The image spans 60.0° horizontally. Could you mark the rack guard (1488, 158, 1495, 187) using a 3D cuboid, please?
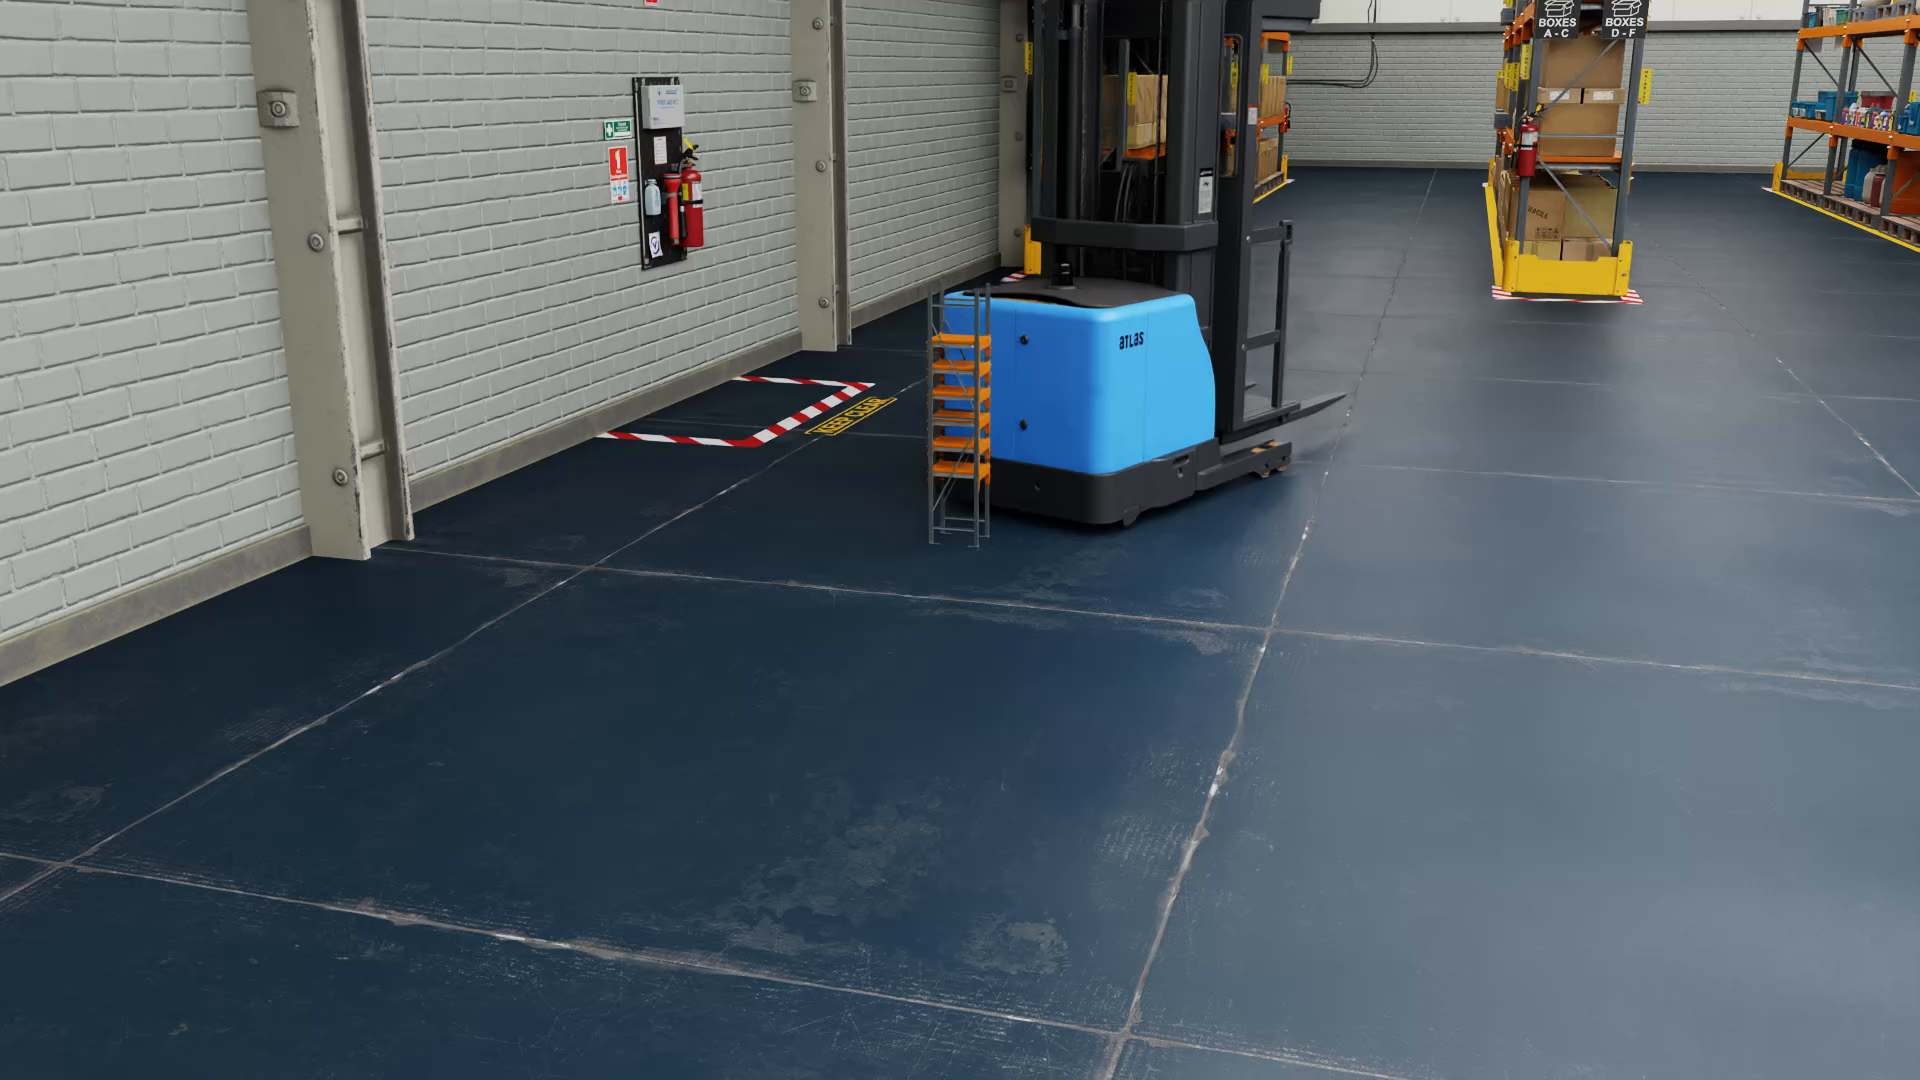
[{"bbox_3d":[10.535,-6.885,31.186,1.175,0.500,0.348,5,16,16],"label":"rack guard"}]

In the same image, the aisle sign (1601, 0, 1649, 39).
[{"bbox_3d":[6.285,-5.131,15.658,0.394,0.787,0.004,5,16,16],"label":"aisle sign"}]

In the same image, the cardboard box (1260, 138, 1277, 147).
[{"bbox_3d":[5.769,-7.496,31.384,0.380,0.149,0.250,5,17,17],"label":"cardboard box"}]

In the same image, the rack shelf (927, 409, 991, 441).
[{"bbox_3d":[-0.004,-0.531,7.664,0.258,0.103,0.180,5,16,16],"label":"rack shelf"}]

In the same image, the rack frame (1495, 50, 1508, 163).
[{"bbox_3d":[10.556,-8.107,30.915,1.000,3.000,0.127,5,16,16],"label":"rack frame"}]

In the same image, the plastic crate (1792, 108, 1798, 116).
[{"bbox_3d":[14.748,-7.507,29.174,0.250,0.136,0.298,5,16,16],"label":"plastic crate"}]

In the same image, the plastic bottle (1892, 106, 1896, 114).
[{"bbox_3d":[14.082,-6.397,24.976,0.144,0.351,0.185,5,16,16],"label":"plastic bottle"}]

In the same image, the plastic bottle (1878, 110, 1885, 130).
[{"bbox_3d":[12.964,-5.897,23.359,0.097,0.271,0.097,0,16,0],"label":"plastic bottle"}]

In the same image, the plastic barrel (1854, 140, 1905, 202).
[{"bbox_3d":[13.796,-5.542,24.946,0.600,0.901,0.708,5,16,16],"label":"plastic barrel"}]

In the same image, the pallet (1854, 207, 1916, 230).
[{"bbox_3d":[13.215,-4.497,23.297,1.003,0.211,1.213,5,16,16],"label":"pallet"}]

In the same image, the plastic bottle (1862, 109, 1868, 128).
[{"bbox_3d":[13.255,-6.165,24.305,0.097,0.271,0.097,0,16,0],"label":"plastic bottle"}]

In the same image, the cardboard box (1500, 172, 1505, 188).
[{"bbox_3d":[7.711,-4.911,22.888,0.500,0.311,0.500,4,16,14],"label":"cardboard box"}]

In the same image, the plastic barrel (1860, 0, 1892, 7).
[{"bbox_3d":[13.778,-8.268,24.965,0.433,0.535,0.433,0,16,0],"label":"plastic barrel"}]

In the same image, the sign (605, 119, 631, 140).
[{"bbox_3d":[-2.062,-2.477,10.029,0.001,0.109,0.331,5,16,16],"label":"sign"}]

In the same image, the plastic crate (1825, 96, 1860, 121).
[{"bbox_3d":[13.973,-6.845,26.385,0.392,0.384,0.575,5,16,16],"label":"plastic crate"}]

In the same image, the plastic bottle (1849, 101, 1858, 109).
[{"bbox_3d":[13.746,-6.574,25.601,0.144,0.351,0.185,5,16,16],"label":"plastic bottle"}]

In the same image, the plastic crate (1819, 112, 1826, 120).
[{"bbox_3d":[14.228,-6.886,27.003,0.437,0.125,0.590,5,16,16],"label":"plastic crate"}]

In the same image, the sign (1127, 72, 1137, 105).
[{"bbox_3d":[1.779,-4.679,17.241,0.100,0.325,0.005,5,16,16],"label":"sign"}]

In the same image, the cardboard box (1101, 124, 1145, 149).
[{"bbox_3d":[1.702,-4.345,17.889,0.500,0.250,0.500,4,16,14],"label":"cardboard box"}]

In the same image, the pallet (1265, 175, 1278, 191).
[{"bbox_3d":[5.305,-6.615,30.766,1.003,0.211,1.213,5,16,16],"label":"pallet"}]

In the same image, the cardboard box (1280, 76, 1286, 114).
[{"bbox_3d":[5.671,-8.500,31.752,0.980,0.700,0.700,5,17,18],"label":"cardboard box"}]

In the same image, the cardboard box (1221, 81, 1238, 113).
[{"bbox_3d":[3.916,-6.705,25.208,0.500,0.500,0.500,5,17,18],"label":"cardboard box"}]

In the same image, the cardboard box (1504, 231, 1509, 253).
[{"bbox_3d":[6.009,-3.095,17.514,0.500,0.250,0.500,5,16,16],"label":"cardboard box"}]

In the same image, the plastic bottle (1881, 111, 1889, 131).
[{"bbox_3d":[12.908,-5.846,23.179,0.097,0.271,0.097,0,16,0],"label":"plastic bottle"}]

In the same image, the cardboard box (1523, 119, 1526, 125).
[{"bbox_3d":[7.220,-5.147,20.726,0.396,0.266,0.258,4,16,15],"label":"cardboard box"}]

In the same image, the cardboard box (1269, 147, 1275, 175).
[{"bbox_3d":[5.561,-7.168,31.415,0.700,0.500,0.500,5,16,16],"label":"cardboard box"}]

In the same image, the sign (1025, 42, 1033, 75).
[{"bbox_3d":[0.733,-5.062,17.477,0.100,0.325,0.005,5,16,16],"label":"sign"}]

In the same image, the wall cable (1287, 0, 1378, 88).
[{"bbox_3d":[7.756,-11.335,36.990,3.097,2.526,0.112,5,16,16],"label":"wall cable"}]

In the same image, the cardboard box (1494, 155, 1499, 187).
[{"bbox_3d":[9.310,-6.241,28.109,0.500,0.500,0.500,5,16,16],"label":"cardboard box"}]

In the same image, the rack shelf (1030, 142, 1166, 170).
[{"bbox_3d":[1.827,-4.481,19.451,1.077,0.370,4.000,5,16,16],"label":"rack shelf"}]

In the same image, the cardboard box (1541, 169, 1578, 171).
[{"bbox_3d":[8.686,-5.120,24.159,0.500,0.500,0.500,5,17,18],"label":"cardboard box"}]

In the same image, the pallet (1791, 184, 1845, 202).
[{"bbox_3d":[14.684,-5.850,28.066,1.003,0.211,1.213,5,16,16],"label":"pallet"}]

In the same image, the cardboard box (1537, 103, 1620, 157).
[{"bbox_3d":[6.154,-4.090,16.570,0.700,0.500,0.500,5,16,16],"label":"cardboard box"}]

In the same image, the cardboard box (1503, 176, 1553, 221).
[{"bbox_3d":[6.430,-3.849,18.797,0.500,0.500,0.500,5,16,16],"label":"cardboard box"}]

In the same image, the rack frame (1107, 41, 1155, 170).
[{"bbox_3d":[2.396,-5.351,21.197,1.000,3.000,0.127,5,16,16],"label":"rack frame"}]

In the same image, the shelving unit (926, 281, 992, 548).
[{"bbox_3d":[-0.004,-0.573,7.652,0.258,1.200,0.189,5,16,16],"label":"shelving unit"}]

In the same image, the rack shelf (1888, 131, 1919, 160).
[{"bbox_3d":[12.463,-4.760,20.431,1.077,0.370,4.000,5,16,16],"label":"rack shelf"}]

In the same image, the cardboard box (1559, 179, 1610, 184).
[{"bbox_3d":[6.804,-3.676,18.189,0.500,0.500,0.500,5,16,16],"label":"cardboard box"}]

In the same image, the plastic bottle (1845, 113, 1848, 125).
[{"bbox_3d":[13.601,-6.451,25.439,0.097,0.201,0.097,0,16,0],"label":"plastic bottle"}]

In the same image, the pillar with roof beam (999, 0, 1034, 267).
[{"bbox_3d":[4.756,-7.107,16.394,9.100,9.000,0.400,5,16,16],"label":"pillar with roof beam"}]

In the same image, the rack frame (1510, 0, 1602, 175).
[{"bbox_3d":[7.146,-4.968,19.846,1.000,3.000,0.127,5,16,16],"label":"rack frame"}]

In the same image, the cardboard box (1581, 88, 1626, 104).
[{"bbox_3d":[6.328,-4.367,16.358,0.380,0.149,0.250,5,16,15],"label":"cardboard box"}]

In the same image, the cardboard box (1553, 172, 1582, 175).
[{"bbox_3d":[8.229,-4.871,22.746,0.500,0.311,0.500,4,16,15],"label":"cardboard box"}]

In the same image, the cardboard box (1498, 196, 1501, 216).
[{"bbox_3d":[7.569,-4.511,22.506,0.500,0.250,0.500,4,16,14],"label":"cardboard box"}]

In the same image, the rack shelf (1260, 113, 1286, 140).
[{"bbox_3d":[5.238,-7.621,30.519,1.077,0.370,4.000,5,16,16],"label":"rack shelf"}]

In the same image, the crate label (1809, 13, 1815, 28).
[{"bbox_3d":[14.733,-8.877,28.405,0.408,0.251,0.502,5,16,16],"label":"crate label"}]

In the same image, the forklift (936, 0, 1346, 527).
[{"bbox_3d":[1.175,-1.816,8.862,1.130,2.935,3.031,12,20,36],"label":"forklift"}]

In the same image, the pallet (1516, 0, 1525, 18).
[{"bbox_3d":[8.176,-7.182,22.502,1.213,0.211,1.003,5,17,18],"label":"pallet"}]

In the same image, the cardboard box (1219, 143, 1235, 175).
[{"bbox_3d":[3.867,-5.747,25.765,0.750,0.750,0.750,4,16,15],"label":"cardboard box"}]
